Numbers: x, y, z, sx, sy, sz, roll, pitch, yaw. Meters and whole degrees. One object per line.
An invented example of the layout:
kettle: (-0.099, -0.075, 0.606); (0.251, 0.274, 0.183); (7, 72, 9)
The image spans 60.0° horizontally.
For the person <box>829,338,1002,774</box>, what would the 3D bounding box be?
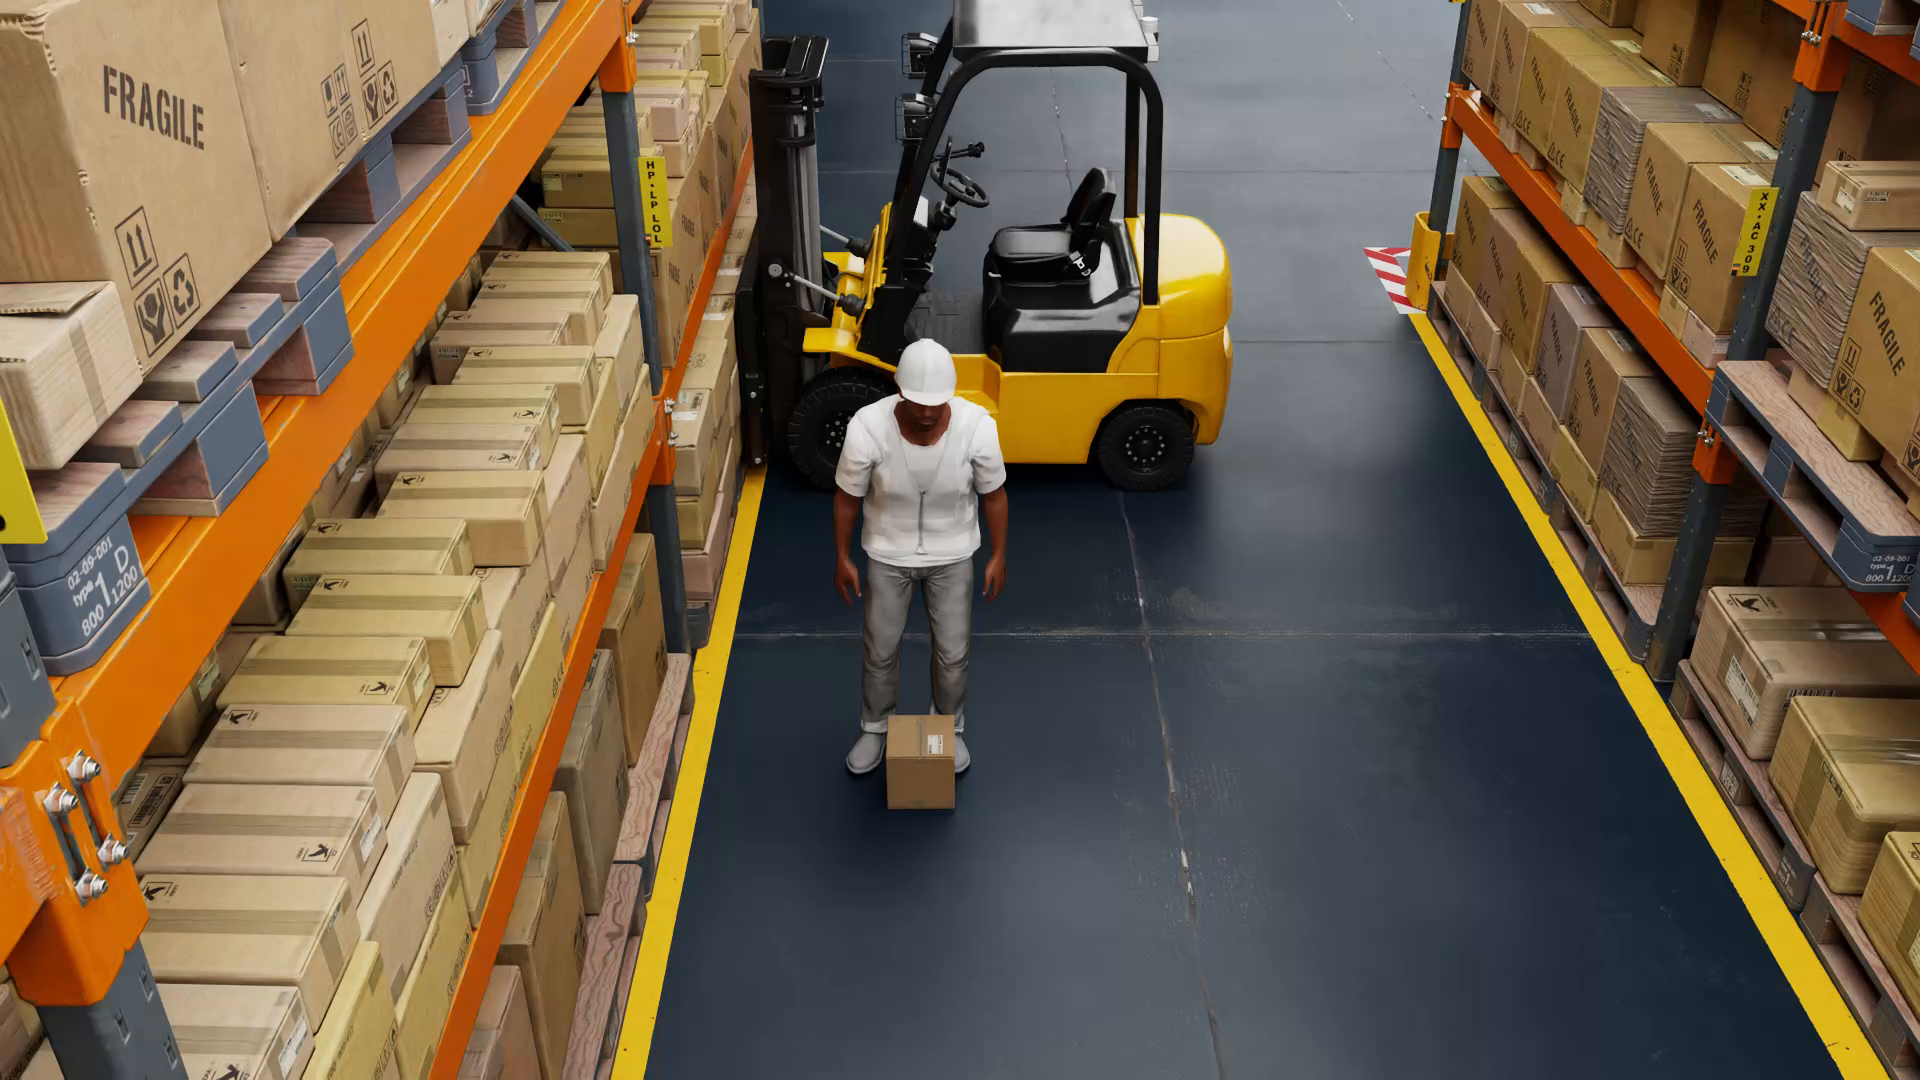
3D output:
person: (-0.161, 0.066, 6.009); (0.626, 1.760, 0.458); (0, 31, 0)
